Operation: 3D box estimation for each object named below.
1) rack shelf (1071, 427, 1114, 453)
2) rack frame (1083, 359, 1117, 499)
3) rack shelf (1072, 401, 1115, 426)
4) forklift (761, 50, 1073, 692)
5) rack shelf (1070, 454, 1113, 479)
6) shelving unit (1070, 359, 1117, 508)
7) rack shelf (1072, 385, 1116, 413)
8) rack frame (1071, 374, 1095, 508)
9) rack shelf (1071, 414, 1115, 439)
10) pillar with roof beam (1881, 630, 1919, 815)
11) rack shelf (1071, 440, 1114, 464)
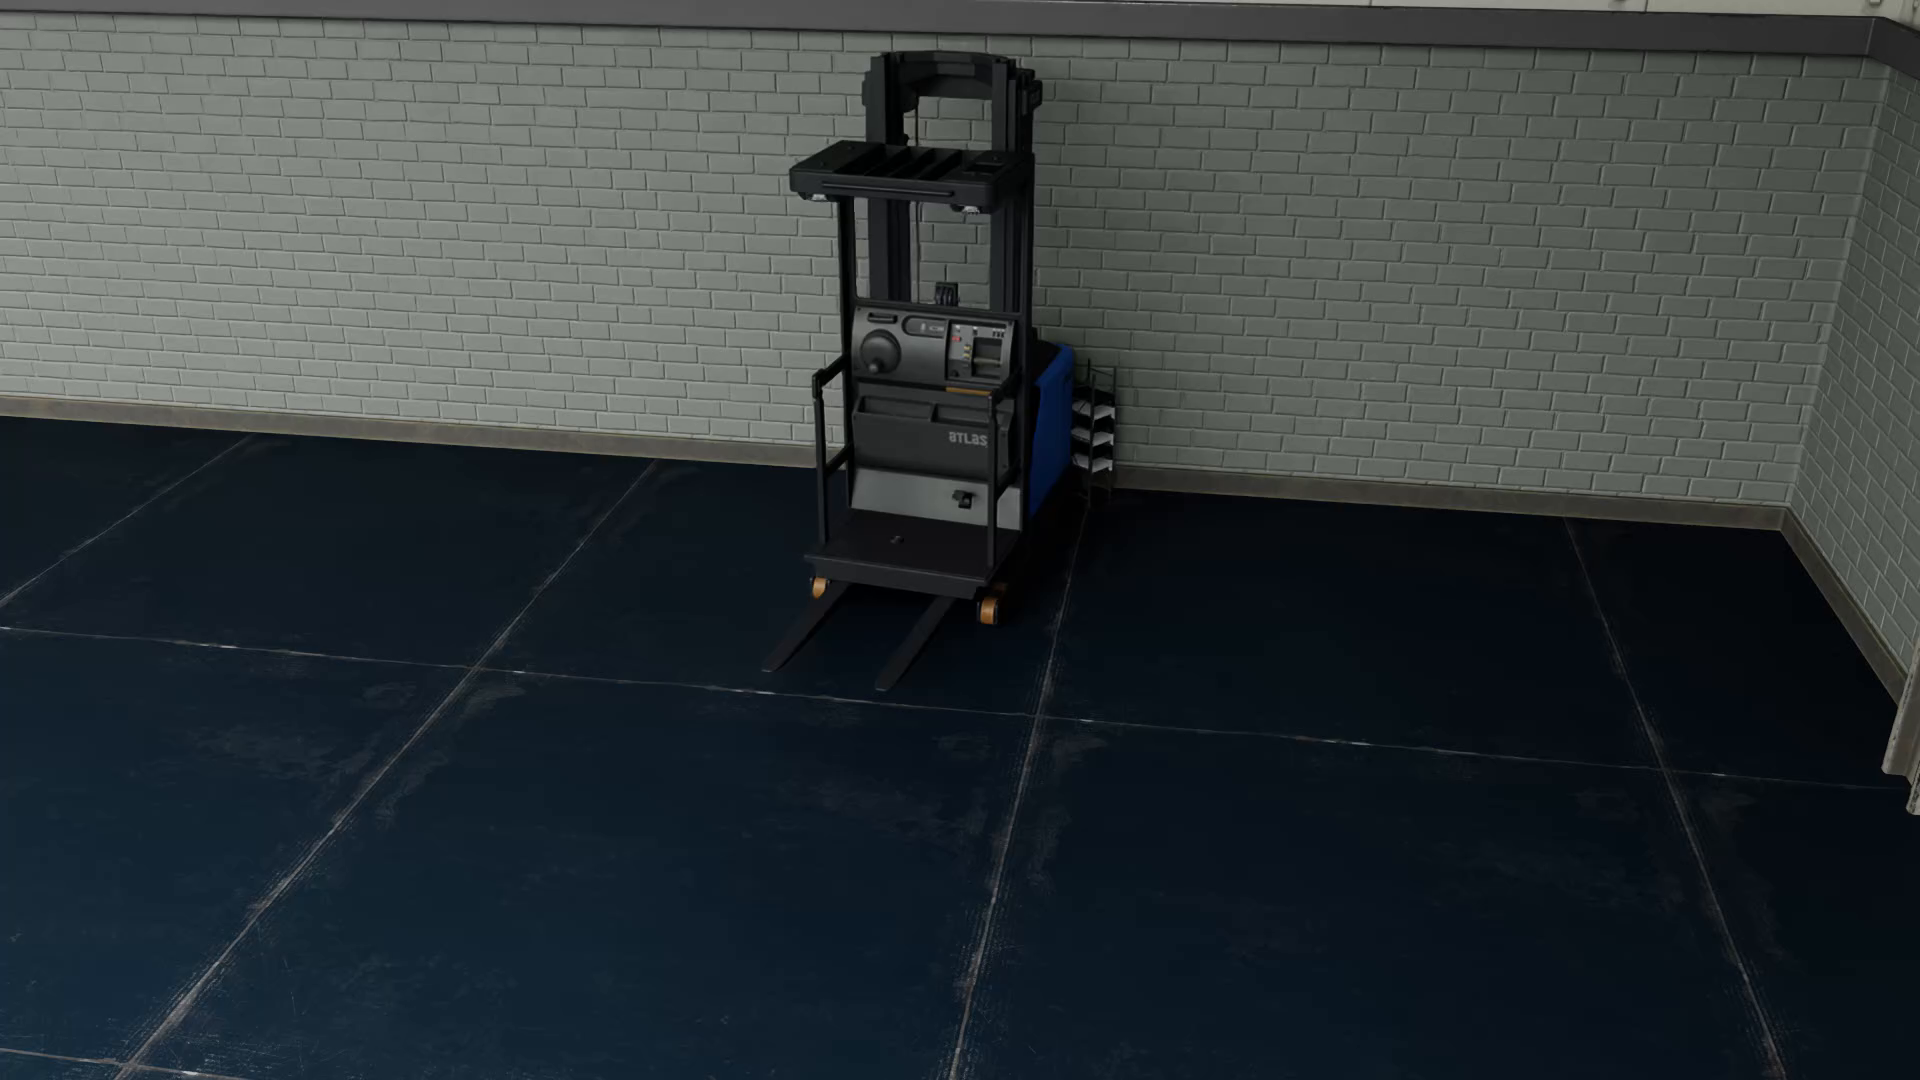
[{"bbox_3d":[0.825,-0.652,10.658,0.200,0.077,0.258,-22,33,-40],"label":"rack shelf"},{"bbox_3d":[0.898,-0.712,10.708,0.006,0.900,0.240,-22,33,-40],"label":"rack frame"},{"bbox_3d":[0.825,-0.815,10.582,0.200,0.077,0.258,-22,33,-40],"label":"rack shelf"},{"bbox_3d":[-0.216,-1.041,9.016,1.130,2.935,3.031,8,26,16],"label":"forklift"},{"bbox_3d":[0.824,-0.488,10.734,0.200,0.077,0.258,-22,33,-40],"label":"rack shelf"},{"bbox_3d":[0.825,-0.682,10.644,0.210,0.900,0.258,-22,33,-40],"label":"shelving unit"},{"bbox_3d":[0.826,-0.896,10.544,0.200,0.077,0.258,-22,33,-40],"label":"rack shelf"},{"bbox_3d":[0.752,-0.652,10.579,0.006,0.900,0.240,-22,33,-40],"label":"rack frame"},{"bbox_3d":[0.825,-0.733,10.620,0.200,0.077,0.258,-22,33,-40],"label":"rack shelf"},{"bbox_3d":[0.268,-3.197,6.466,9.100,9.000,0.400,4,25,9],"label":"pillar with roof beam"},{"bbox_3d":[0.825,-0.570,10.696,0.200,0.077,0.258,-22,33,-40],"label":"rack shelf"}]
